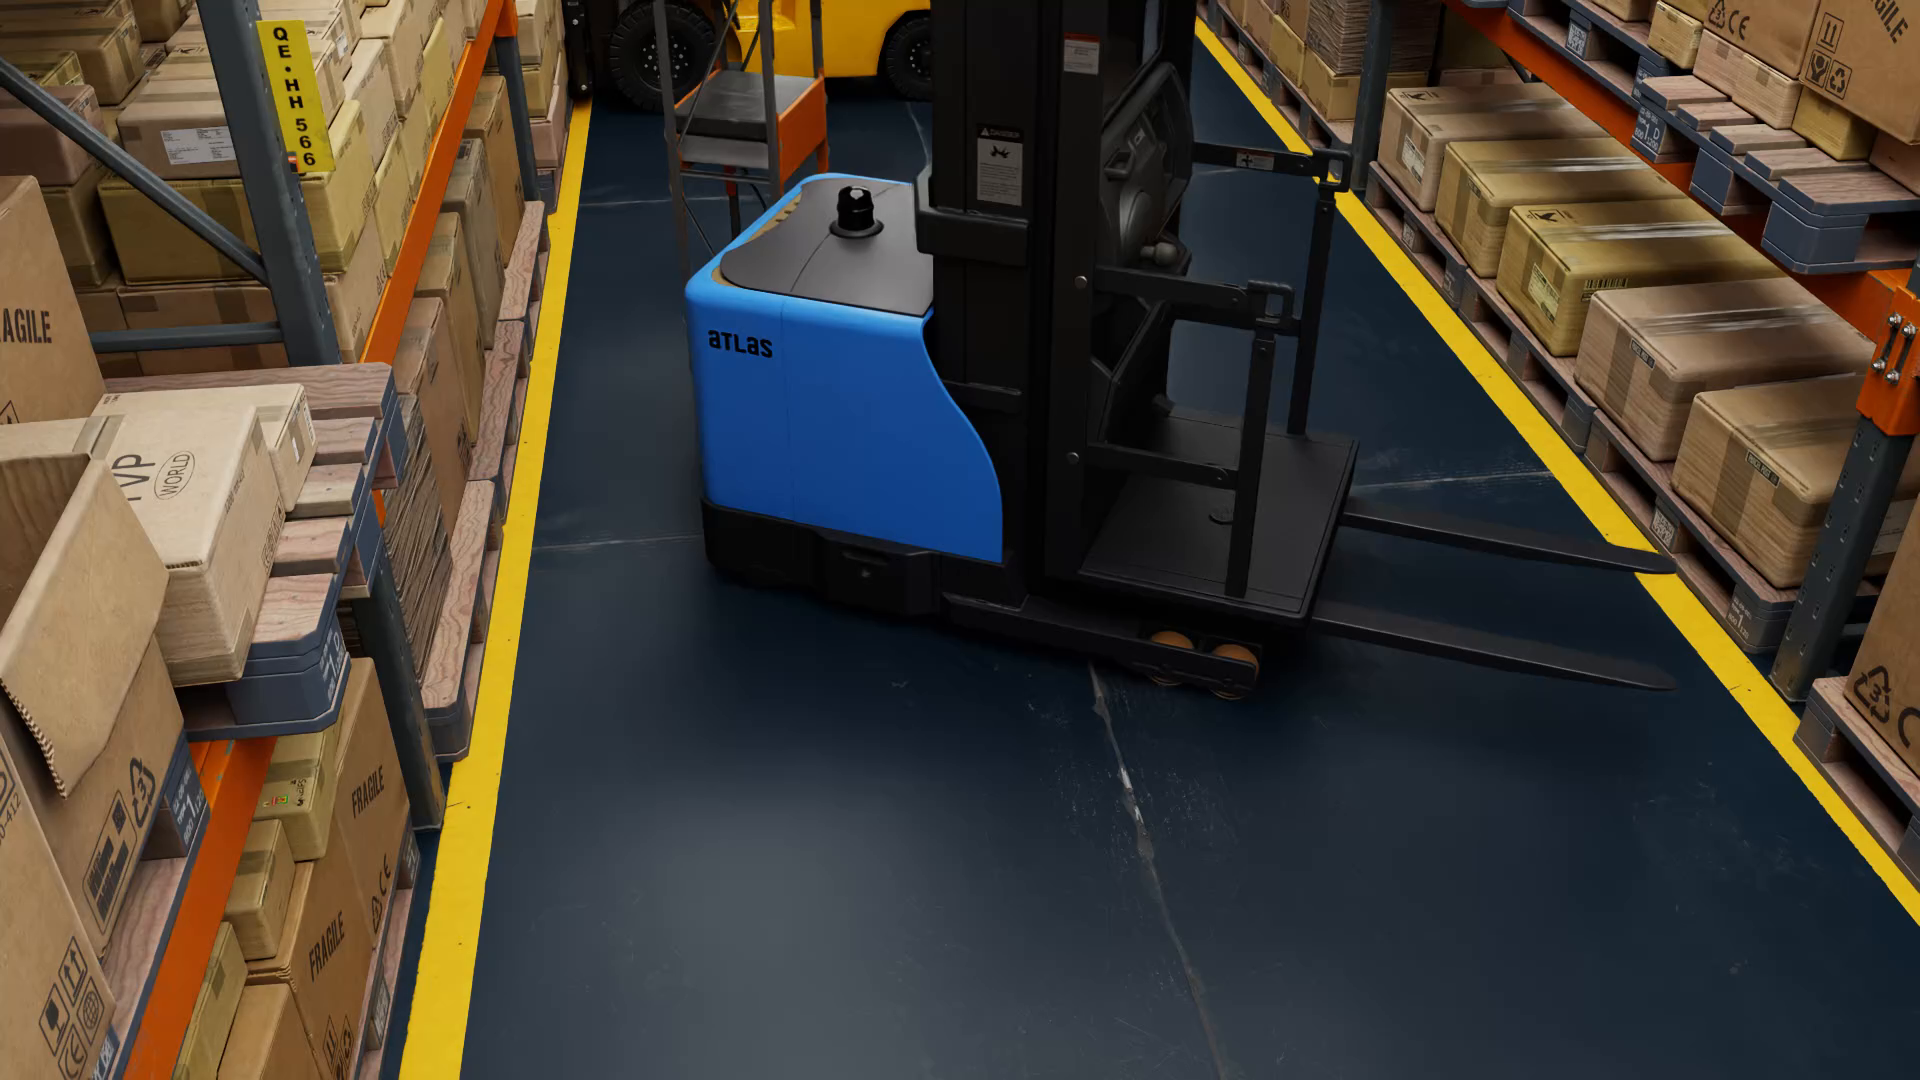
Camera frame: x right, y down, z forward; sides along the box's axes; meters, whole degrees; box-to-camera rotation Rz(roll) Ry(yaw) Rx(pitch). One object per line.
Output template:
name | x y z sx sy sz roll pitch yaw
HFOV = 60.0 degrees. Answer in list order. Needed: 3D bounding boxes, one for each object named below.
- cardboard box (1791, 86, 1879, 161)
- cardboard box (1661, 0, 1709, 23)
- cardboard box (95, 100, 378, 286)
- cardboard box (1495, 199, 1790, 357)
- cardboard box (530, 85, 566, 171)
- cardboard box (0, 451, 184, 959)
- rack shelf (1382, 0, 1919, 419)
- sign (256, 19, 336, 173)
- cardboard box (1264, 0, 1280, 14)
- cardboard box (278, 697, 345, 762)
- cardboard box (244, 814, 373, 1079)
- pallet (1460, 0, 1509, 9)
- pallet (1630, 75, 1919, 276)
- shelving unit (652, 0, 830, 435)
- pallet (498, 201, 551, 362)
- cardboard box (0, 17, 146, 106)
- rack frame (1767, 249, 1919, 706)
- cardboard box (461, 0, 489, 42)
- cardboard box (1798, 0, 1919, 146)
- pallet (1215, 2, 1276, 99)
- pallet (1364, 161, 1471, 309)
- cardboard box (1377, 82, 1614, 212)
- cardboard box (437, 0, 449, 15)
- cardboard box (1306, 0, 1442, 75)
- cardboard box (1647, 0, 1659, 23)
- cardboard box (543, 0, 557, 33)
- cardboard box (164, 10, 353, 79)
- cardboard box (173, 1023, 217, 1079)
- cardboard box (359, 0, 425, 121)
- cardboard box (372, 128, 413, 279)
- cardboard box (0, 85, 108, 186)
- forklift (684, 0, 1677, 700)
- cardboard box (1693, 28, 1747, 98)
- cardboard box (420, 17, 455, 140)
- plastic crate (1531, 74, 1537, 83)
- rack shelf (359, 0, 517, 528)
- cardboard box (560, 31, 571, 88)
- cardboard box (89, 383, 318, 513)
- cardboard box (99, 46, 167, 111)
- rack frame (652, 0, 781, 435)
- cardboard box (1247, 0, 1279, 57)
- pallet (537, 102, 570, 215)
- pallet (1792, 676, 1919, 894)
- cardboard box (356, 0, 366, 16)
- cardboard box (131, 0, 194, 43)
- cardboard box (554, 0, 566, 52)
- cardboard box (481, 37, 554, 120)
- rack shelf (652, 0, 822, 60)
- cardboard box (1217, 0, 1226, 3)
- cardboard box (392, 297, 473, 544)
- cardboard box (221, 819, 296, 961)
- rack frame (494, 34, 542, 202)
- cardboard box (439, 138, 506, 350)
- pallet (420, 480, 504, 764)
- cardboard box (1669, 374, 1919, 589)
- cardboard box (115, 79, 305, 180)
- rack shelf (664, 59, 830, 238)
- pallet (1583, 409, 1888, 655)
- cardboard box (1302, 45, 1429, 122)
cardboard box | 2.603 -1.192 4.686 0.380 0.149 0.250 -4 34 -6
cardboard box | 2.502 -1.953 5.226 0.500 0.500 0.500 -7 35 -10
cardboard box | -1.723 -0.848 4.019 0.500 0.250 0.500 -4 35 -6
cardboard box | 2.718 -1.051 6.590 0.950 0.372 0.625 -3 34 -5
cardboard box | -2.205 -1.999 8.089 0.500 0.250 0.500 -4 34 -6
cardboard box | -1.527 0.246 2.261 0.797 0.503 0.637 -5 35 -7
rack shelf | 2.719 -1.632 6.120 1.077 0.370 4.000 -4 35 -6
sign | -1.394 -0.927 3.489 0.100 0.325 0.005 -4 35 -6
cardboard box | 1.965 -3.270 9.288 0.500 0.500 0.500 -3 34 -4
cardboard box | -1.613 0.413 3.751 0.380 0.149 0.250 -6 35 -9
cardboard box | -1.603 0.924 3.577 0.500 0.500 0.500 -5 35 -7
pallet | 2.409 -2.528 6.967 1.003 0.211 1.213 -4 35 -6
pallet | 2.786 -1.123 4.905 1.213 0.211 1.003 -4 35 -6
shelving unit | -0.743 -1.375 5.903 0.431 2.100 0.503 9 35 12
pallet | -2.330 -1.107 7.186 1.003 0.211 1.213 -4 35 -6
cardboard box | -2.295 -1.197 4.178 0.380 0.149 0.250 -4 35 -6
rack frame | 2.988 -0.813 4.279 1.000 3.000 0.127 -4 35 -6
cardboard box | -2.068 -2.064 6.248 0.500 0.250 0.500 -5 35 -7
cardboard box | 2.651 -1.383 4.390 0.500 0.500 0.500 -5 35 -8
pallet | 2.157 -2.947 9.887 1.003 0.211 1.213 -4 35 -6
pallet | 2.556 -1.458 7.703 1.003 0.211 1.213 -4 35 -6
cardboard box | 2.523 -1.840 7.747 0.950 0.372 0.625 -4 34 -6
cardboard box | -2.009 -1.985 5.688 0.500 0.250 0.500 -4 34 -5
cardboard box | 2.104 -2.702 8.454 0.500 0.500 0.500 -5 35 -7
cardboard box | 2.539 -1.772 5.537 0.380 0.149 0.250 -4 34 -6
cardboard box | -2.281 -2.697 8.225 0.500 0.250 0.500 -4 35 -6
cardboard box | -1.778 -1.235 4.234 0.380 0.149 0.250 -3 34 -5
cardboard box | -1.529 1.003 2.885 0.380 0.149 0.250 -5 35 -7
cardboard box | -1.866 -1.419 4.857 0.500 0.250 0.500 -5 35 -8
cardboard box | -1.810 -0.920 4.570 0.500 0.250 0.500 -5 35 -7
cardboard box | -2.175 -0.910 3.758 0.380 0.149 0.250 -3 34 -5
forklift | 0.724 -1.066 4.712 3.031 2.935 1.130 11 36 16
cardboard box | 2.499 -1.470 5.094 0.380 0.149 0.250 -6 35 -9
cardboard box | -1.955 -1.497 5.416 0.500 0.250 0.500 -3 34 -5
plastic crate | 3.051 -2.777 9.754 0.402 0.080 0.583 -16 38 -23
rack shelf | -2.199 -1.254 5.565 1.077 0.370 4.000 -4 35 -6
cardboard box | -2.373 -2.567 8.922 0.500 0.250 0.500 -4 34 -6
cardboard box | -1.462 -0.167 3.182 0.380 0.149 0.250 -4 34 -5
cardboard box | -2.336 -1.094 4.381 0.500 0.250 0.500 -4 34 -6
rack frame | -0.806 -1.242 5.708 0.400 2.100 0.015 9 35 12
cardboard box | 1.959 -2.972 9.517 0.500 0.250 0.500 -4 34 -6
pallet | -2.534 -1.962 8.441 1.003 0.211 1.213 -4 35 -6
pallet | 3.019 0.785 4.411 1.003 0.211 1.213 -4 35 -6
cardboard box | -1.889 -1.518 4.649 0.380 0.149 0.250 -4 34 -6
cardboard box | -2.355 -1.481 4.594 0.380 0.149 0.250 -5 35 -7
cardboard box | -2.353 -2.767 8.771 0.500 0.250 0.500 -5 35 -7
cardboard box | -2.227 -2.204 7.946 0.500 0.250 0.500 -5 35 -7
rack shelf | -0.743 -1.942 5.516 0.431 0.518 0.480 9 35 12
cardboard box | 1.808 -3.558 10.376 0.500 0.250 0.500 -3 34 -5
cardboard box | -2.096 -0.340 5.322 0.875 0.625 0.625 -3 34 -5
cardboard box | -1.554 0.713 3.311 0.380 0.149 0.250 -5 35 -8
rack frame | -2.468 -2.667 7.000 1.000 3.000 0.127 -4 35 -6
cardboard box | -2.290 -1.135 6.488 0.875 0.625 0.625 -5 35 -7
pallet | -2.002 0.255 5.188 1.003 0.211 1.213 -4 35 -6
cardboard box | 2.922 -0.217 5.365 0.950 0.372 0.625 -7 35 -10
cardboard box | -1.681 -0.944 3.807 0.380 0.149 0.250 -3 34 -5
rack shelf | -0.743 -1.363 5.910 0.431 0.518 0.480 9 35 12
pallet | 2.884 -0.097 5.705 1.003 0.211 1.213 -4 35 -6
cardboard box | 2.104 -2.392 8.665 0.500 0.250 0.500 -3 34 -4
